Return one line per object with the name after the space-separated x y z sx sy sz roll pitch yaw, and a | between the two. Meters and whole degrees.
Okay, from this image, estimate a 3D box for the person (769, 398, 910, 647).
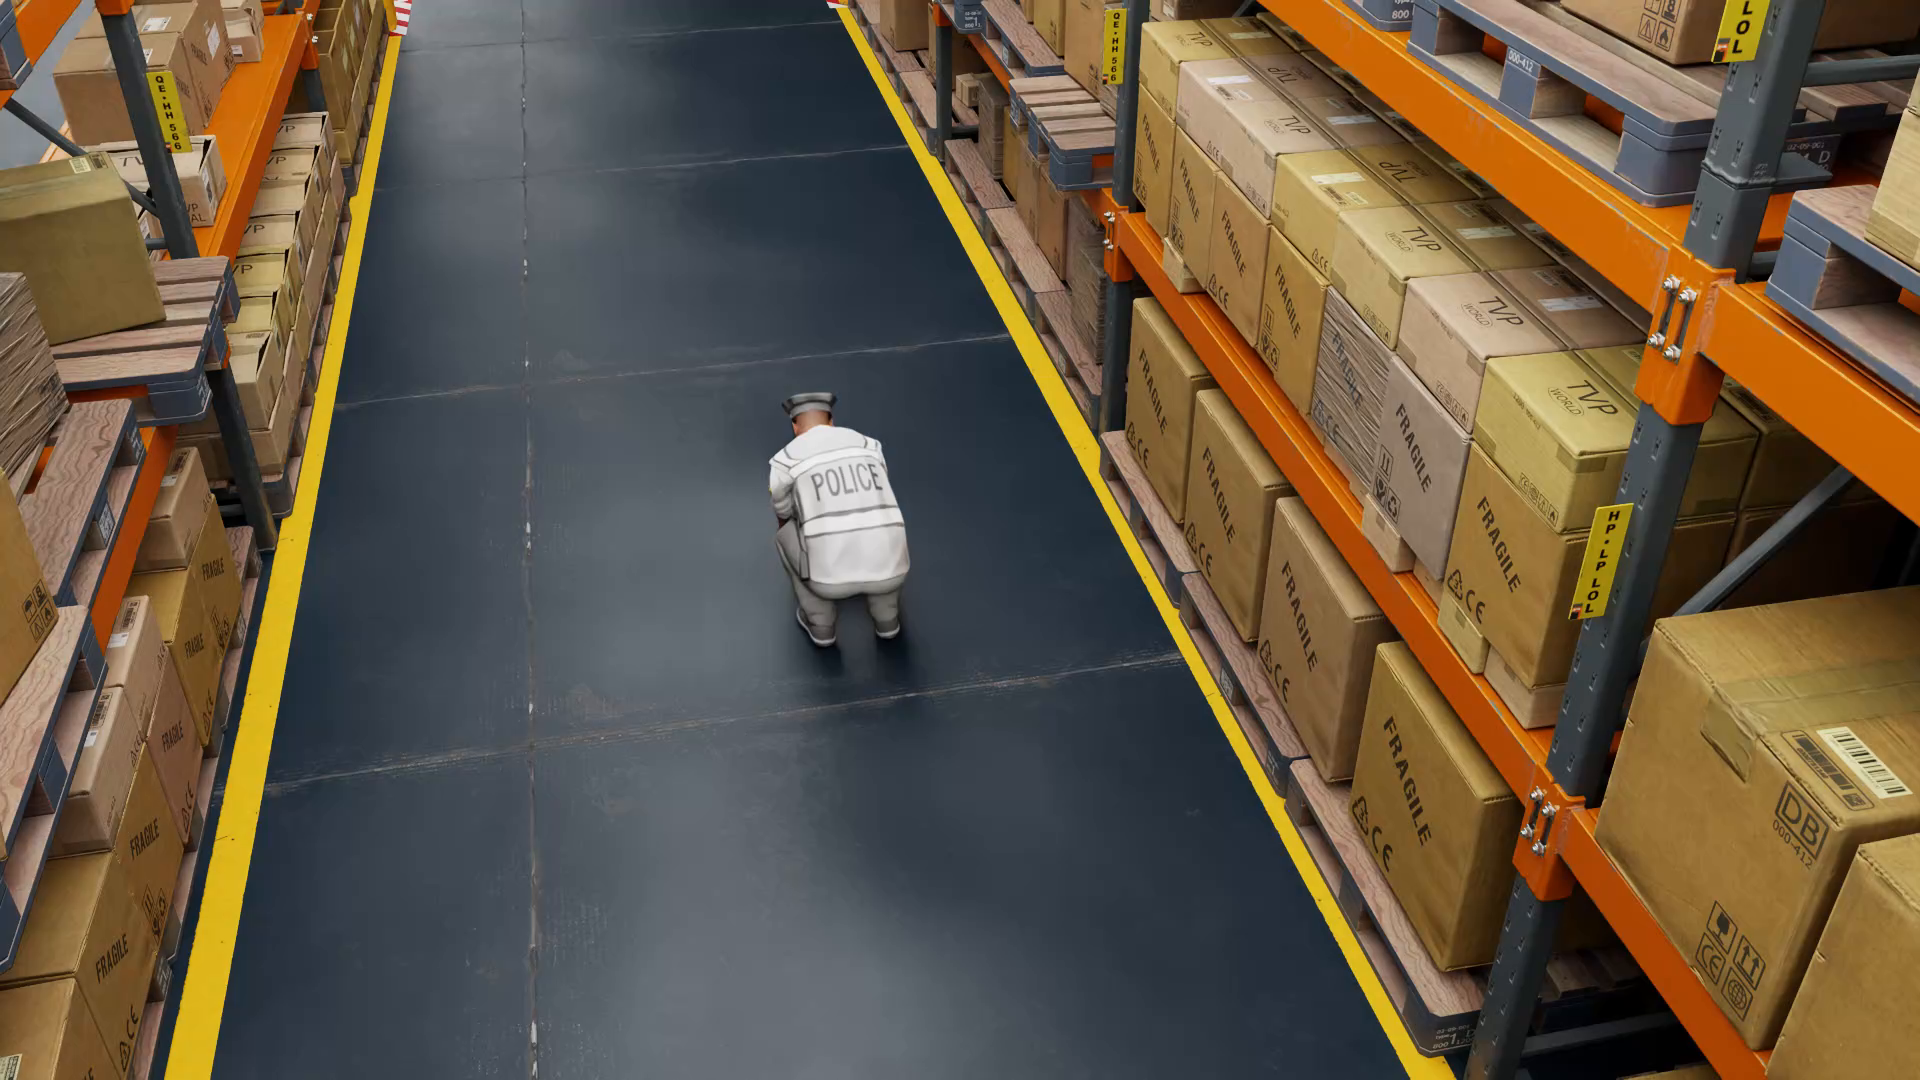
-0.514 -0.057 7.086 0.546 0.899 0.976 -7 35 -11 | person
